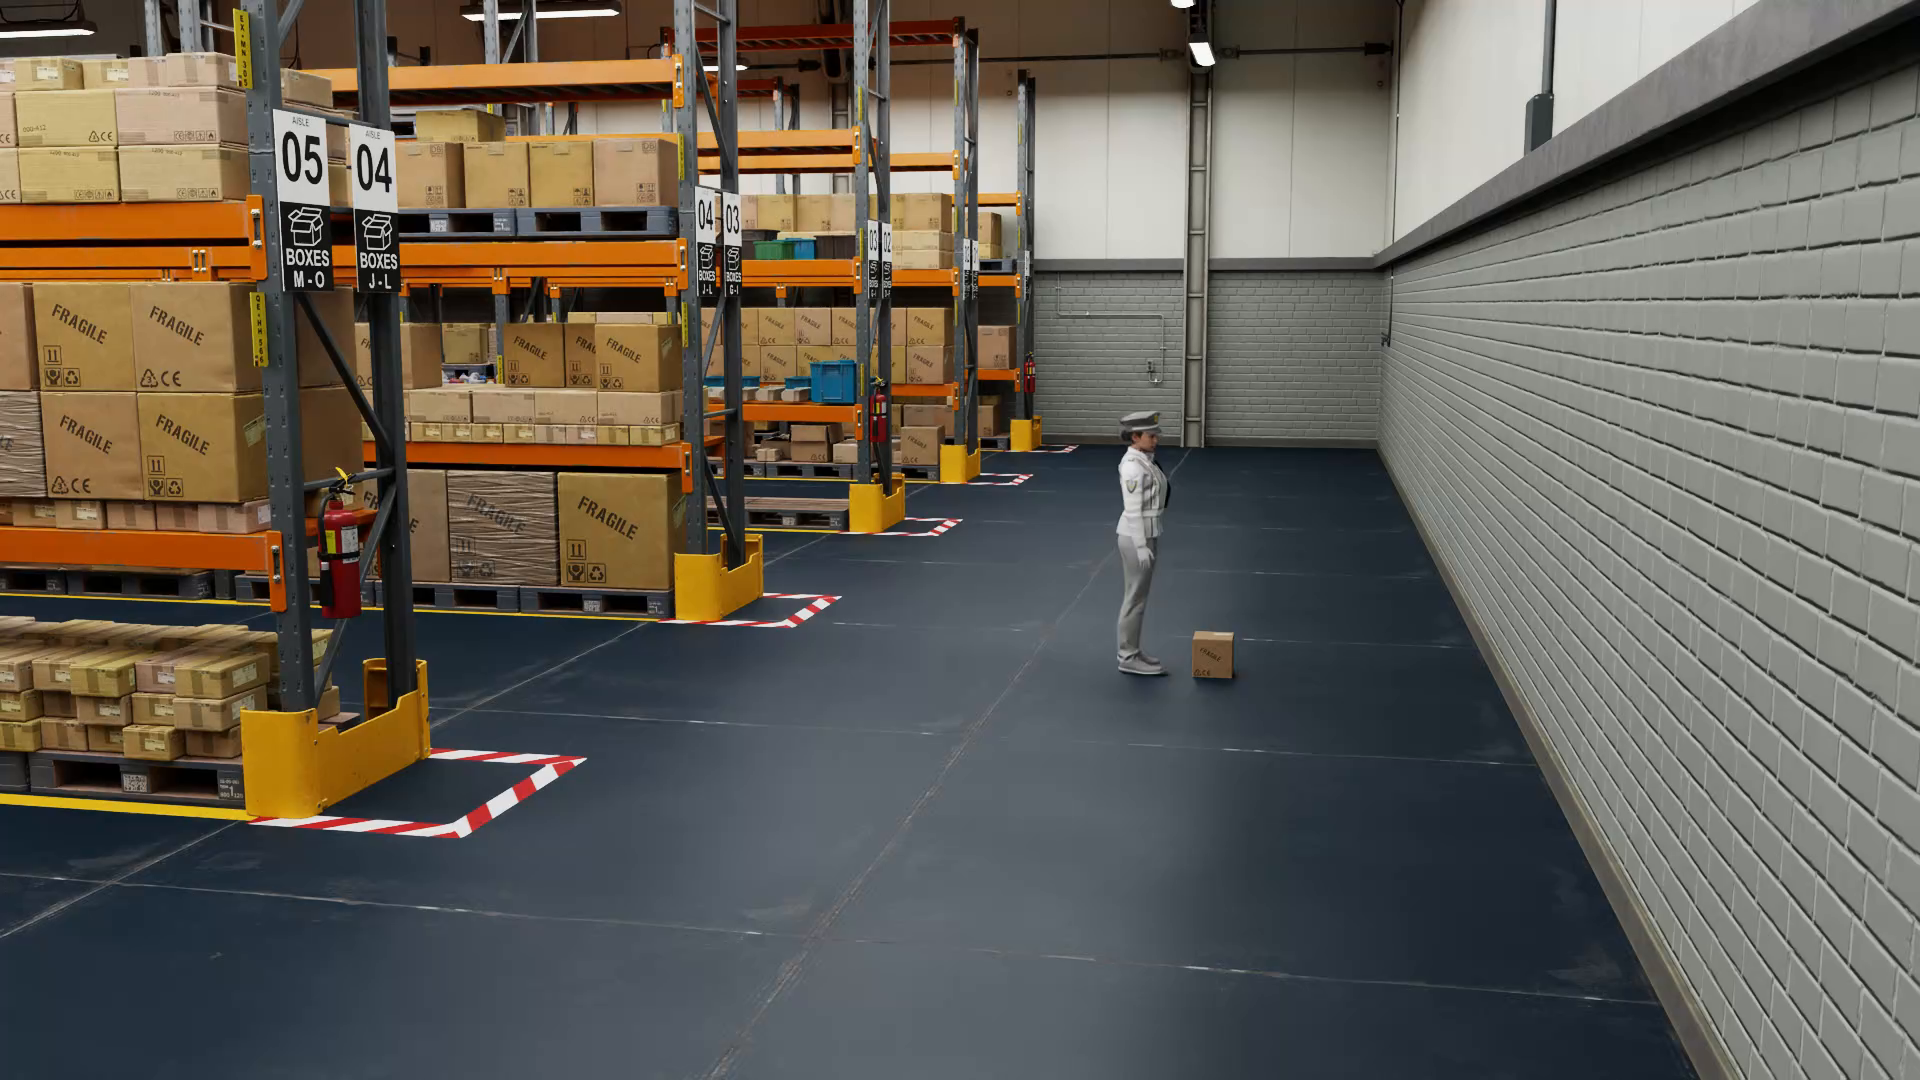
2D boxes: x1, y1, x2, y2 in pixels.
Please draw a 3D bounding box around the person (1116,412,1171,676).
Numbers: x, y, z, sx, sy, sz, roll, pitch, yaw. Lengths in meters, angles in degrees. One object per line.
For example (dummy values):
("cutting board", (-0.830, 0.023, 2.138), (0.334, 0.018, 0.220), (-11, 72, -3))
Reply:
("person", (1.167, 0.024, 10.650), (0.332, 1.693, 0.502), (2, 8, 12))
